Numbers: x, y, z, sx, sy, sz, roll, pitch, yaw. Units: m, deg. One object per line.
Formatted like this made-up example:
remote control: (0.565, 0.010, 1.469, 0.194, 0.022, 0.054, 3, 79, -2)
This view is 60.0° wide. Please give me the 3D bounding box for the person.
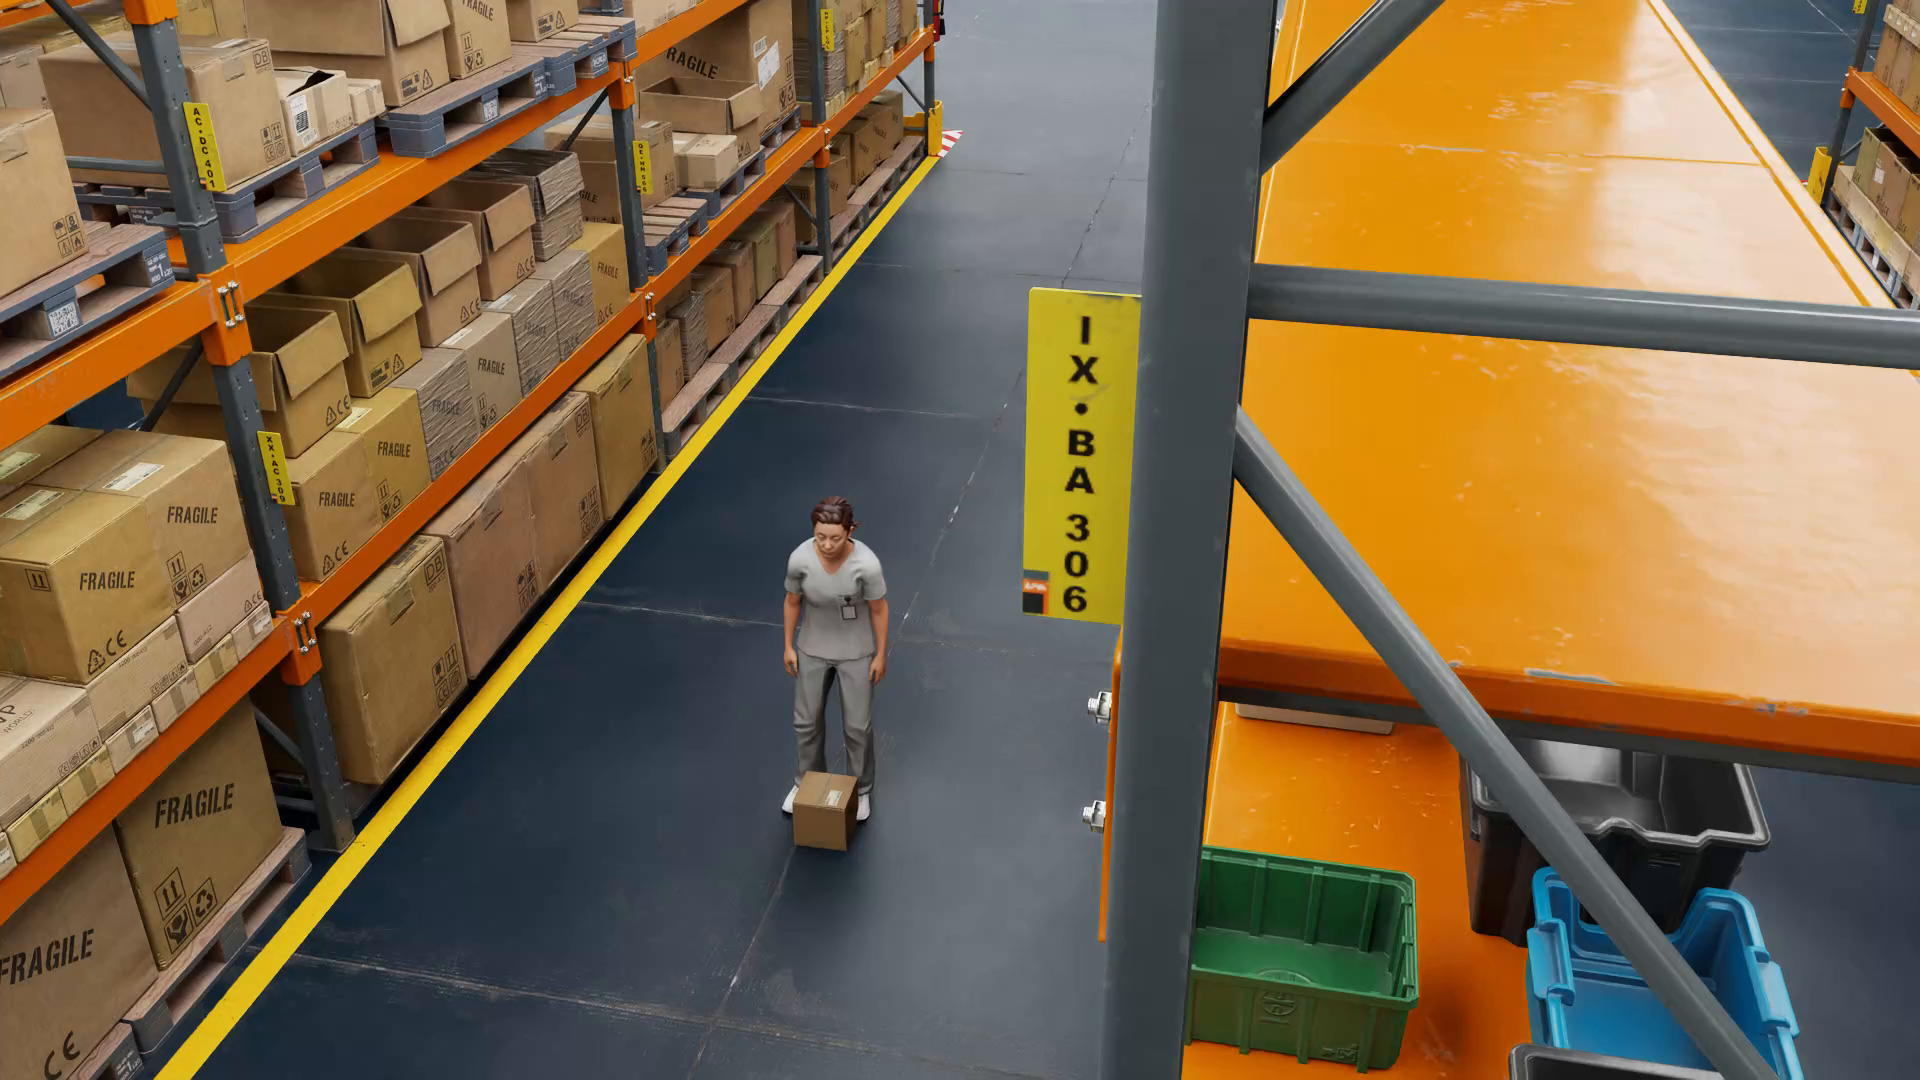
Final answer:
person: (-0.581, 0.528, 7.660, 0.510, 1.671, 0.362, 4, 29, 8)
